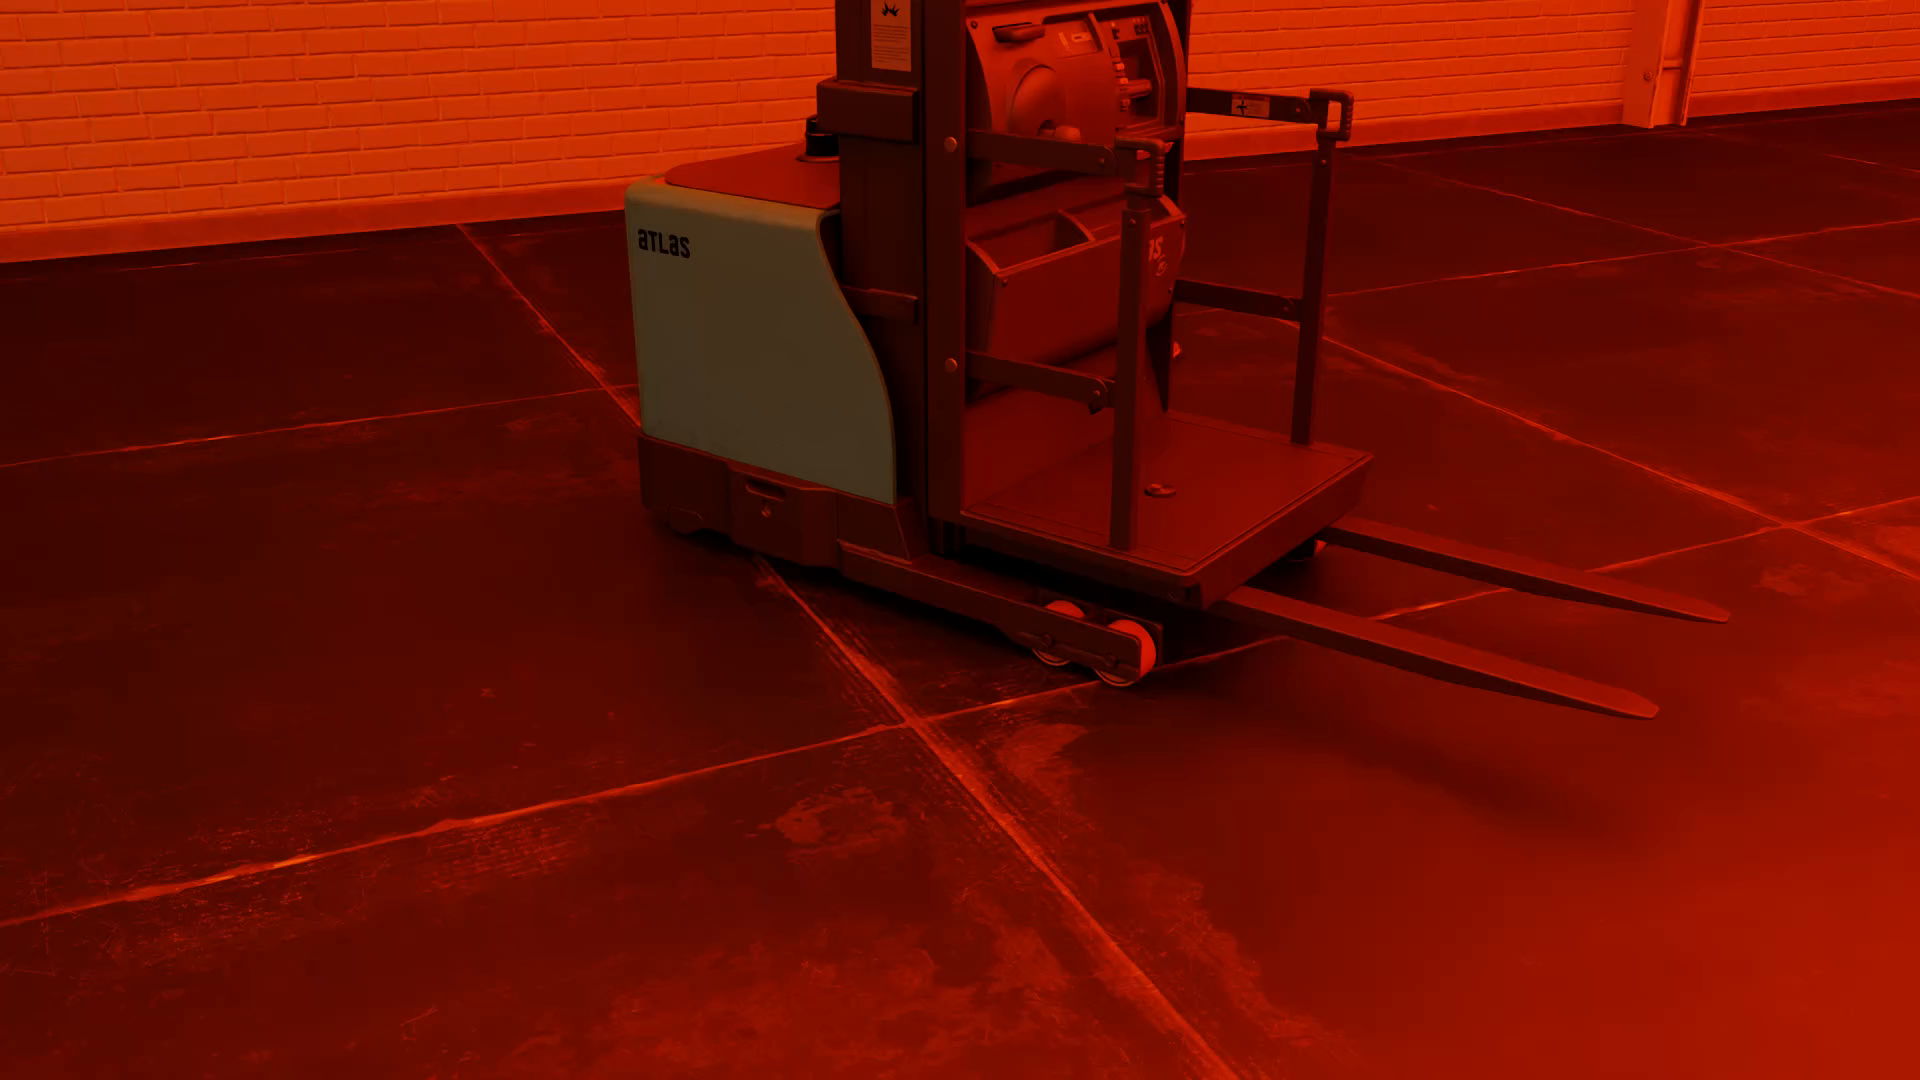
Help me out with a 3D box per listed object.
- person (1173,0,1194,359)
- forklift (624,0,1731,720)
[{"bbox_3d":[0.664,-1.388,6.356,0.385,1.628,0.792,5,23,13],"label":"person"},{"bbox_3d":[0.488,-1.213,4.206,3.031,2.935,1.130,16,27,34],"label":"forklift"}]
